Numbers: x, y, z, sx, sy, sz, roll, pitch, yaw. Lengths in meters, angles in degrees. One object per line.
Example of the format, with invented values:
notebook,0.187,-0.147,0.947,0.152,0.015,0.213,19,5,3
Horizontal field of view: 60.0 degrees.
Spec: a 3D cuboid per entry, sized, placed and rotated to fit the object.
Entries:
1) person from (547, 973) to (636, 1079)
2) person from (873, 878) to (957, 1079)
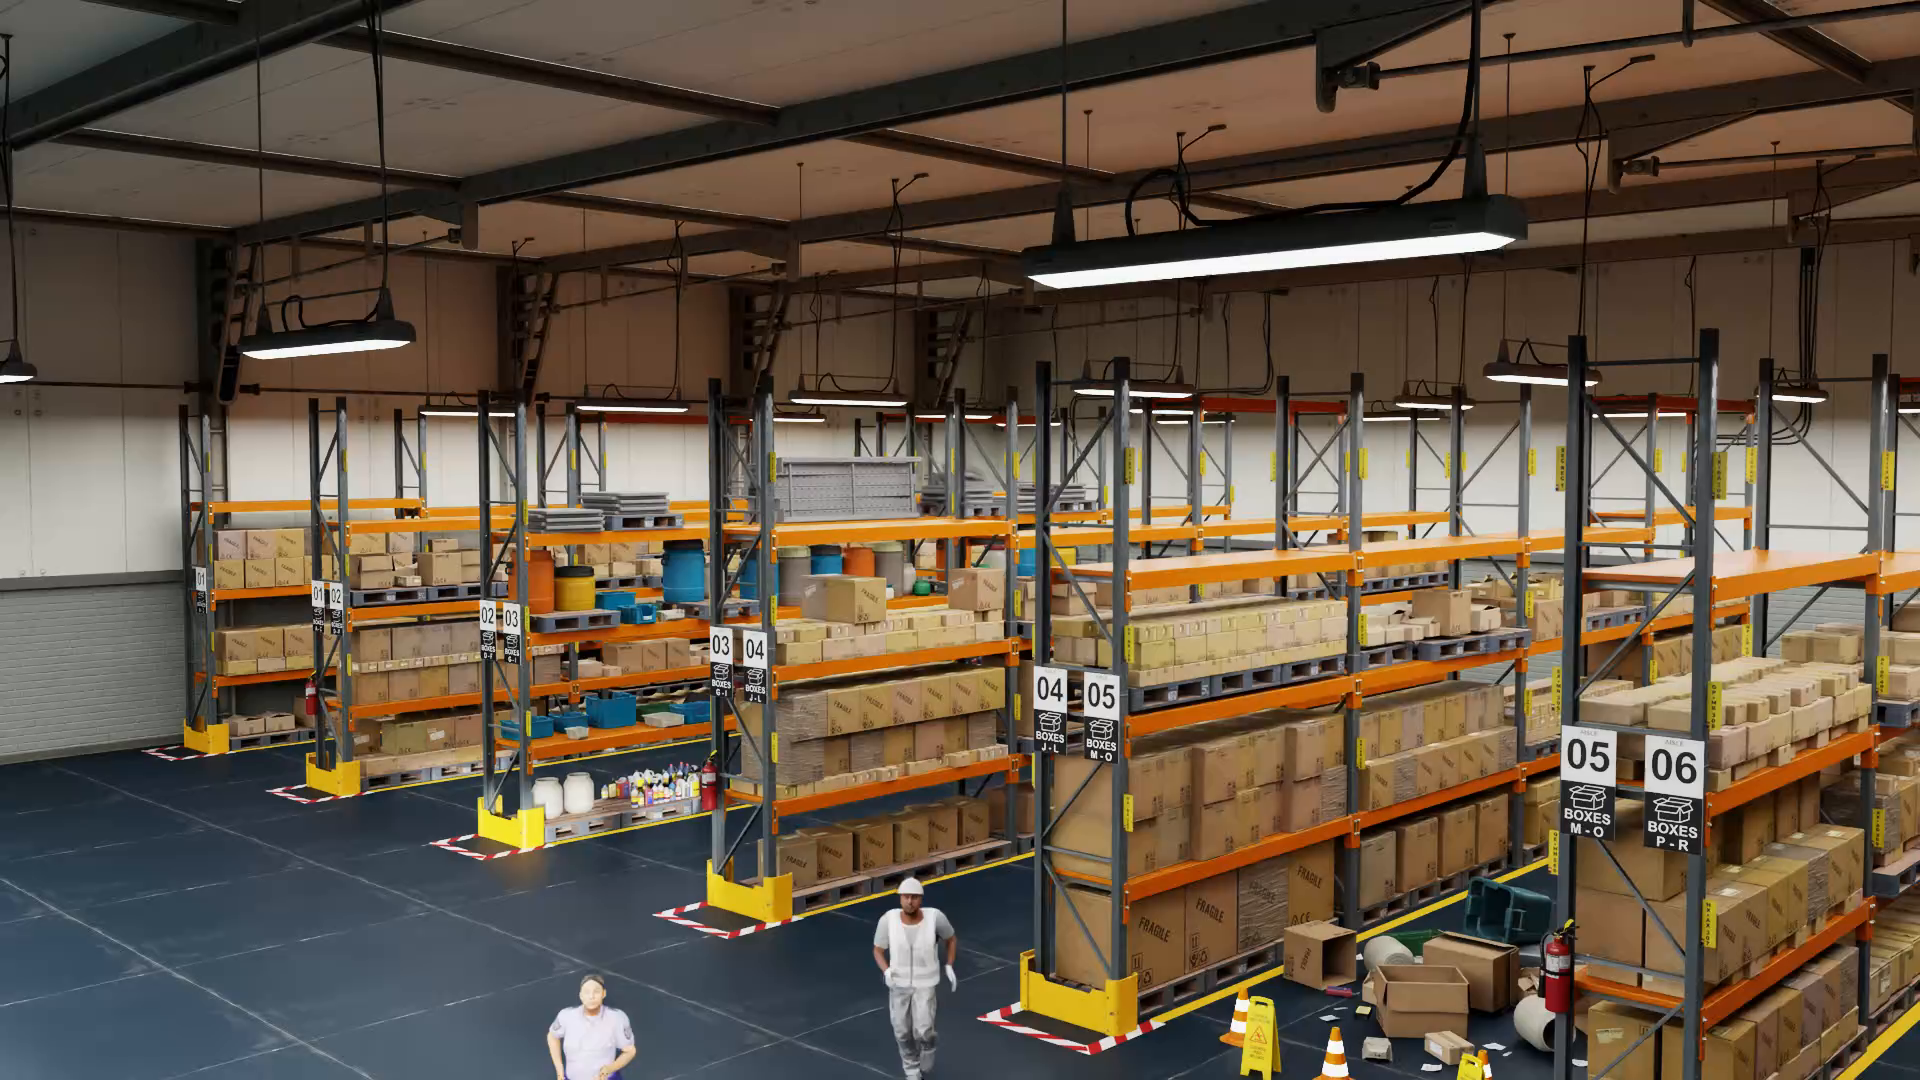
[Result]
person,-2.488,3.776,11.232,0.595,1.711,0.637,-1,3,-11
person,-0.370,3.586,13.415,0.681,1.727,0.630,0,3,4
